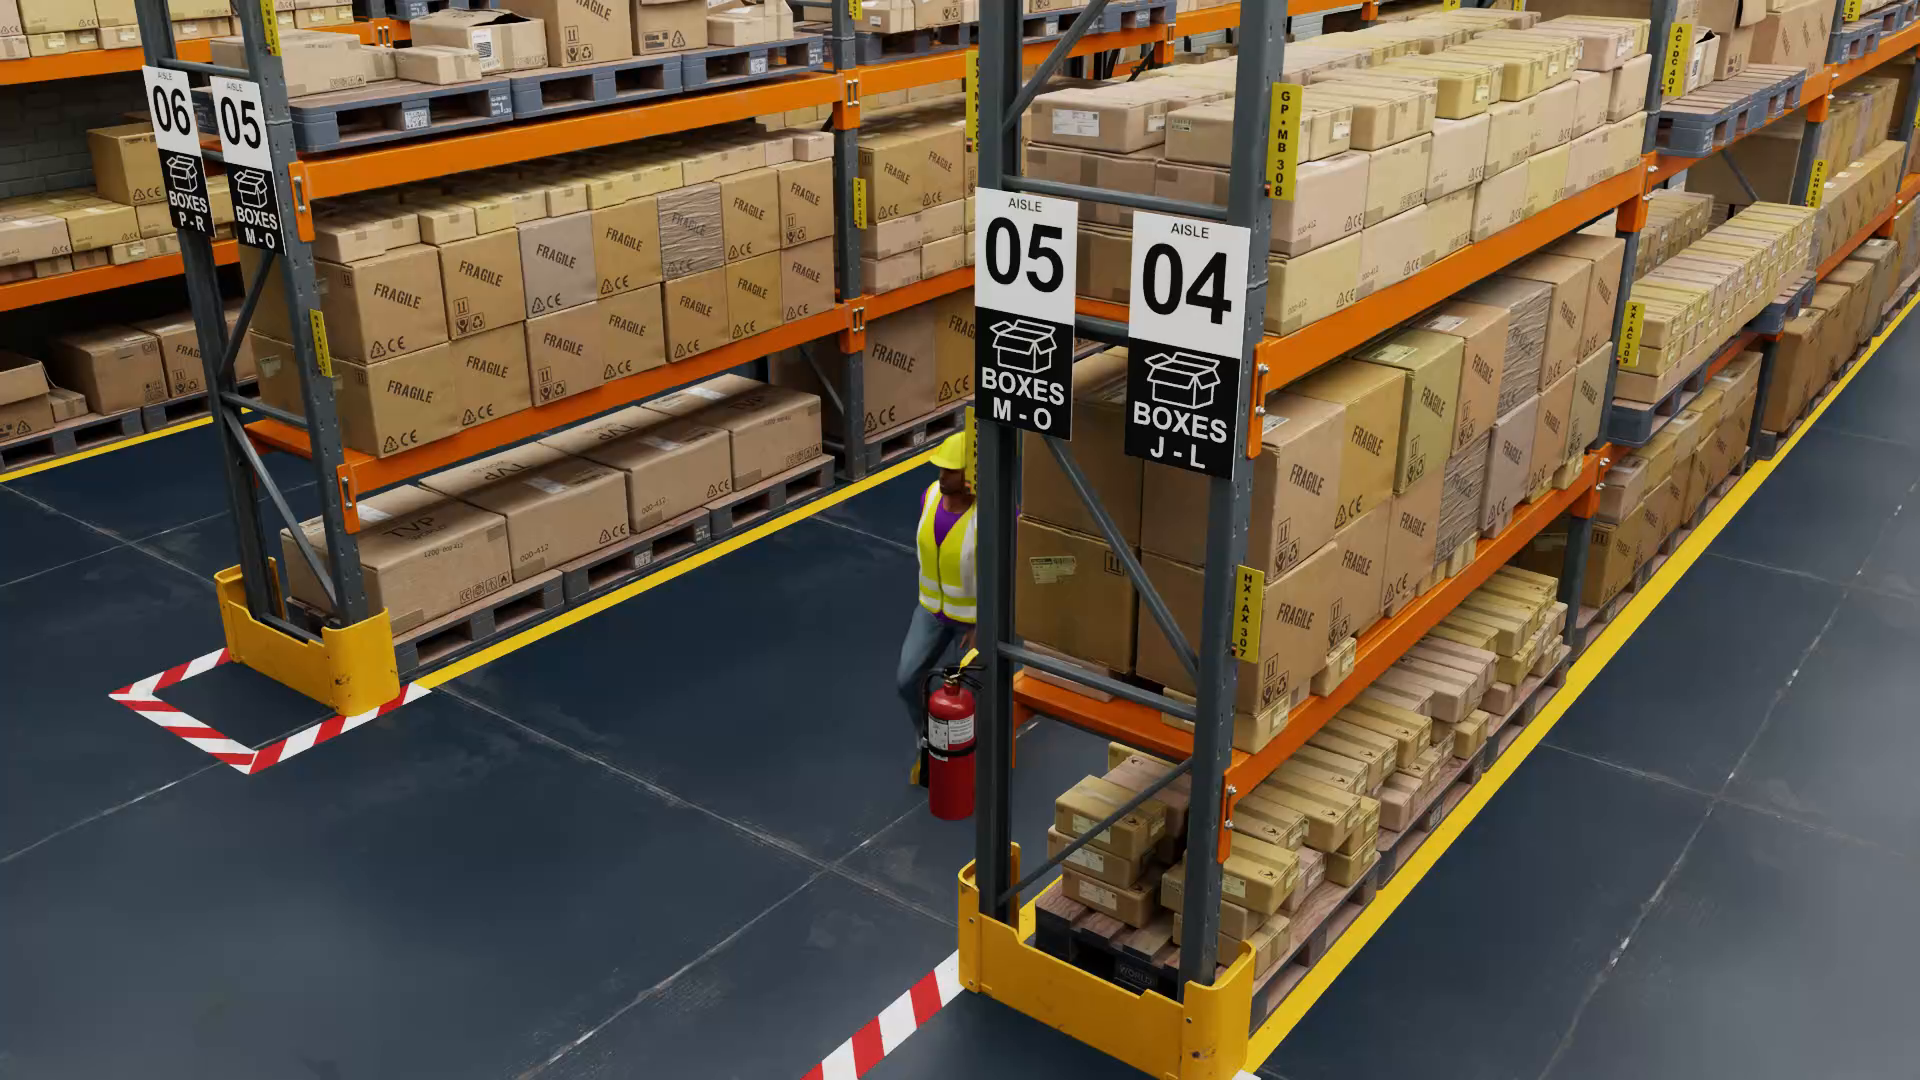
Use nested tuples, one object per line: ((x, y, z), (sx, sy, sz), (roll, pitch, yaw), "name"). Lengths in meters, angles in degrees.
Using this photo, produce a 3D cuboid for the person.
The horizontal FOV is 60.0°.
((-0.011, 0.358, 7.744), (0.581, 1.814, 0.509), (16, 28, 33), "person")
